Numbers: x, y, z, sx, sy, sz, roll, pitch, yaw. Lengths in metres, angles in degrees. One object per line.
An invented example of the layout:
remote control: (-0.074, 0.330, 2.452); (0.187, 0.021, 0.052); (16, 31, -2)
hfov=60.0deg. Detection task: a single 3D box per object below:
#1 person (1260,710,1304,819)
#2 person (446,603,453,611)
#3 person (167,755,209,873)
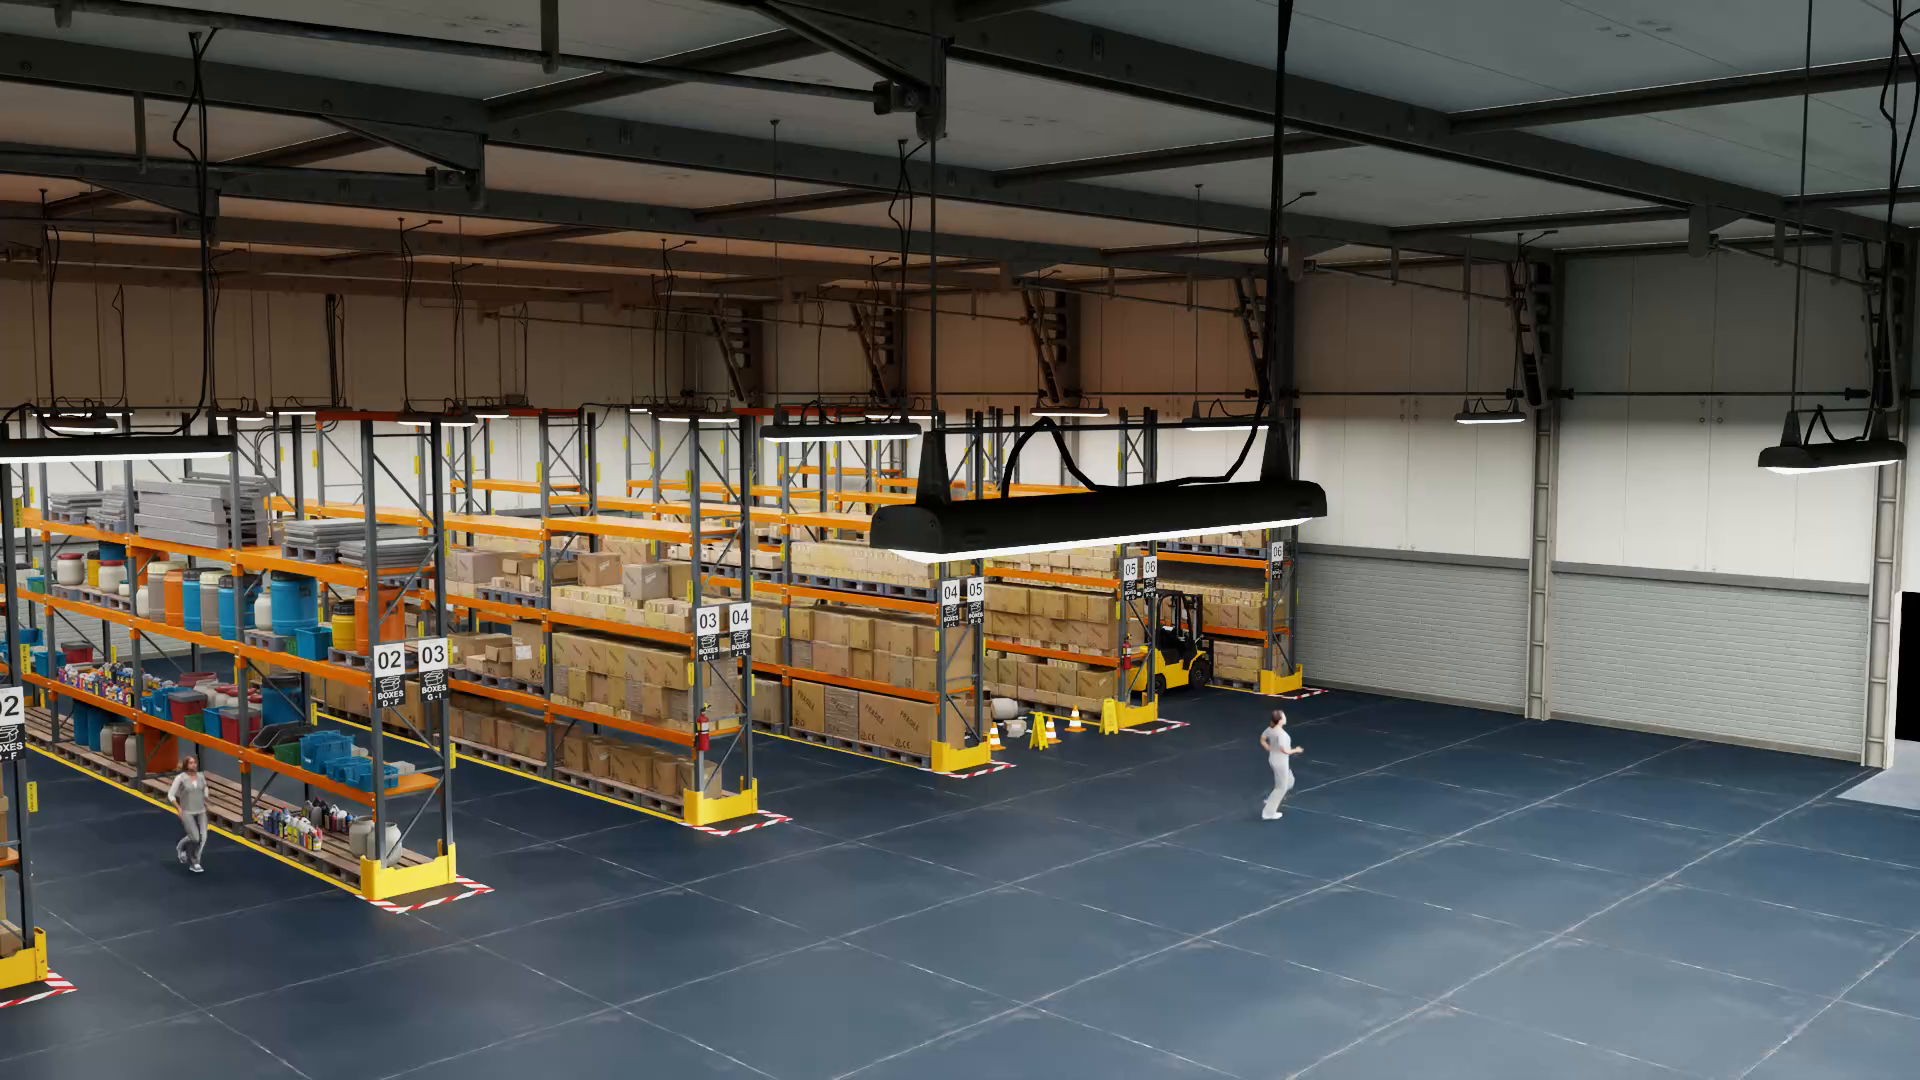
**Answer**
person: (4.777, 3.317, 24.683); (0.605, 1.629, 0.544); (-1, 5, -11)
person: (-12.349, 1.900, 40.044); (0.686, 1.737, 1.055); (5, 7, 44)
person: (-10.142, 3.623, 21.974); (0.512, 1.533, 0.507); (4, 7, 41)
